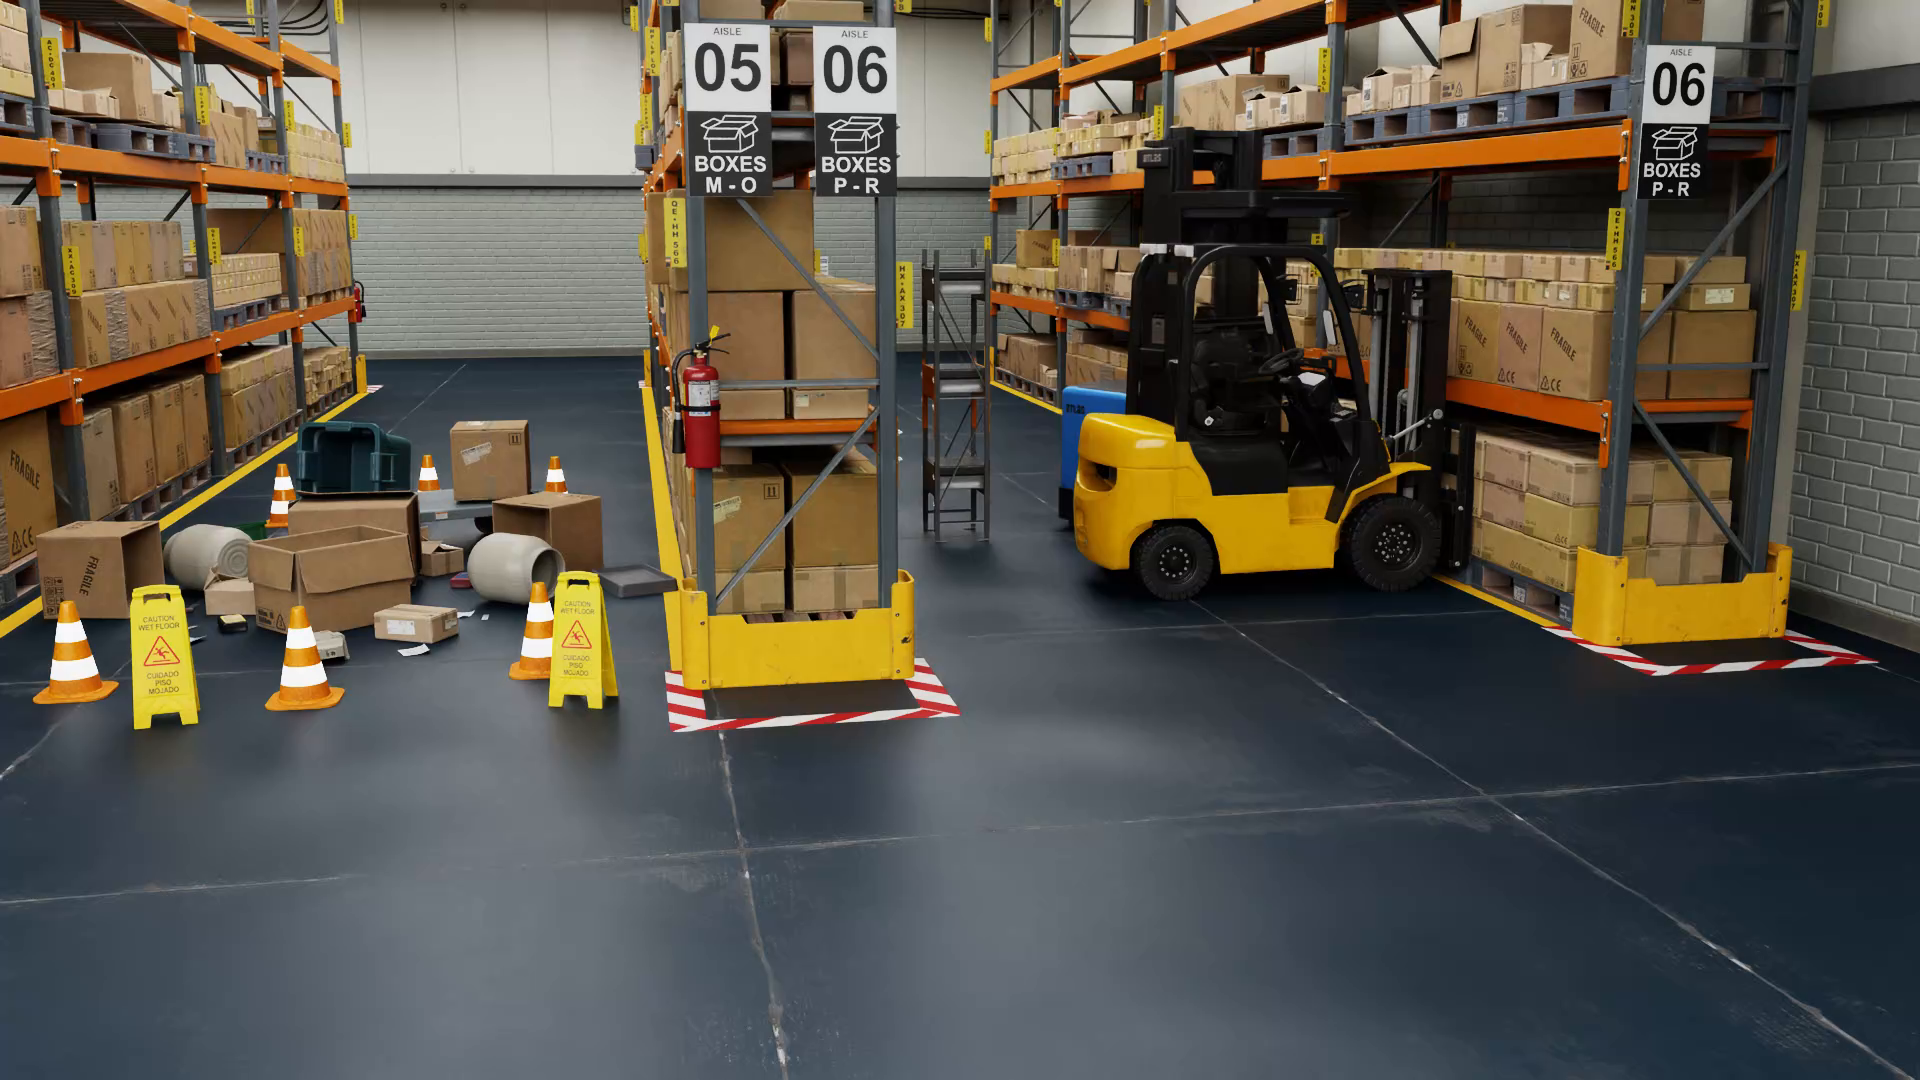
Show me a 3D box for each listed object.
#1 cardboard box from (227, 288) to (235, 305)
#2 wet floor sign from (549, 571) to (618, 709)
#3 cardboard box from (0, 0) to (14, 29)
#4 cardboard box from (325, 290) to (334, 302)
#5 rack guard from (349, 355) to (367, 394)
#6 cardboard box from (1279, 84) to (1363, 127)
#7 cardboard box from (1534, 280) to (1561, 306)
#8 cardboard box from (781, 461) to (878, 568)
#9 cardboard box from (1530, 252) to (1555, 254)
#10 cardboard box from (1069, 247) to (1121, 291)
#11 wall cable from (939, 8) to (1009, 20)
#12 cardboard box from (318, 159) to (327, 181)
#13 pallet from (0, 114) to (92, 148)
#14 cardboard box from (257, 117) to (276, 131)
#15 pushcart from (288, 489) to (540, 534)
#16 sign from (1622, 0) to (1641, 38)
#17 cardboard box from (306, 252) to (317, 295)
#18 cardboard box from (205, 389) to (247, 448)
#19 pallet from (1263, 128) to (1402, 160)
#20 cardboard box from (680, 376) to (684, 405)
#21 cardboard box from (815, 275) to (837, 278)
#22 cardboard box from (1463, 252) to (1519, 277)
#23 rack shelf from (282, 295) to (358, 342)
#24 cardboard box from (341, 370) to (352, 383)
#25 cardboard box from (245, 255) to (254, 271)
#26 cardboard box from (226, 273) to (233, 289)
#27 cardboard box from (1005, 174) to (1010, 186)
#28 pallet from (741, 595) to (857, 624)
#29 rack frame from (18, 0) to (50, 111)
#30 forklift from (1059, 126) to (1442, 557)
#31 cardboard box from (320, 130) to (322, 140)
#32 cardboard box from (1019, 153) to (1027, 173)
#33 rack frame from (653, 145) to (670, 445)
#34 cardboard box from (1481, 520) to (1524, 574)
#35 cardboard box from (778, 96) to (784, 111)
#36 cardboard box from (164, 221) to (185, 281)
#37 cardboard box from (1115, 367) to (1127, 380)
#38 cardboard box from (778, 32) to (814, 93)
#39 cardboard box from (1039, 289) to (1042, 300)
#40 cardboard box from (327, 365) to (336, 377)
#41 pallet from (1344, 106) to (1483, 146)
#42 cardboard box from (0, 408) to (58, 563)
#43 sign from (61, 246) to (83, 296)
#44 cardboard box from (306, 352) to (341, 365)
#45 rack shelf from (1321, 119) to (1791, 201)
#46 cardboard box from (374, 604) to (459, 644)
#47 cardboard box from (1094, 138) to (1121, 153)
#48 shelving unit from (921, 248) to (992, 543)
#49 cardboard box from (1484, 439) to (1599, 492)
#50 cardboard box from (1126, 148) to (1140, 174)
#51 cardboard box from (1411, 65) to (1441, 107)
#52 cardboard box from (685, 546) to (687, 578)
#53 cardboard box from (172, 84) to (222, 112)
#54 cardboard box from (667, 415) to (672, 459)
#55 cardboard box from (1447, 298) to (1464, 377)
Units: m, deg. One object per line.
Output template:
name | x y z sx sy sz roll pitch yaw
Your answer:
cardboard box | -7.254 -2.353 16.087 0.380 0.149 0.250 -2 11 -8
wet floor sign | -1.827 0.466 8.022 0.267 0.644 0.232 2 11 9
cardboard box | -5.996 -3.195 10.085 0.380 0.149 0.250 -2 11 -11
cardboard box | -8.252 -3.140 21.341 0.380 0.149 0.250 -3 11 -14
rack guard | -8.748 -2.258 22.725 1.175 0.500 0.348 -2 11 -11
cardboard box | 2.896 -3.488 13.326 0.500 0.311 0.500 -2 11 -13
cardboard box | 3.642 -1.462 9.854 0.380 0.149 0.250 -2 11 -10
cardboard box | -0.705 -0.151 9.190 0.500 0.500 0.500 -3 11 -13
cardboard box | 3.925 -1.813 10.904 0.380 0.149 0.250 -2 11 -11
cardboard box | 1.695 -3.210 19.648 0.700 0.500 0.500 -2 11 -10
wall cable | 1.100 -10.641 29.161 2.988 3.039 0.133 -2 11 -11
cardboard box | -8.102 -4.545 20.430 0.500 0.250 0.500 -2 11 -8
pallet | -6.655 -2.845 11.612 0.805 0.209 1.217 -3 11 -13
cardboard box | -7.803 -4.670 18.686 0.380 0.149 0.250 -2 11 -12
pushcart | -3.819 -0.118 11.805 1.648 0.377 0.936 -6 13 -31
sign | 3.519 -2.798 8.695 0.100 0.325 0.005 -2 11 -11
cardboard box | -7.937 -3.152 19.673 0.500 0.500 0.500 -2 11 -11
cardboard box | -7.094 -1.150 15.780 0.500 0.500 0.500 -3 11 -13
pallet | 3.091 -3.220 13.581 0.805 0.209 1.217 -3 11 -13
cardboard box | -1.364 -0.838 9.249 0.380 0.149 0.250 -2 11 -10
cardboard box | -1.050 -1.432 10.632 0.500 0.500 0.500 -2 11 -9
cardboard box | 3.431 -1.748 10.559 0.380 0.149 0.250 -2 11 -10
rack shelf | -8.373 -2.780 20.704 1.077 0.370 4.000 -2 11 -11
cardboard box | -8.306 -2.174 22.095 0.380 0.149 0.250 -2 11 -9
cardboard box | -7.462 -2.836 17.033 0.380 0.149 0.250 -3 11 -14
cardboard box | -7.263 -2.503 16.076 0.380 0.149 0.250 -2 11 -11
cardboard box | 0.833 -5.019 23.193 0.380 0.149 0.250 -2 11 -10
pallet | -0.953 0.441 9.313 1.003 0.211 1.213 -2 11 -11
rack frame | -6.428 -4.246 10.440 1.000 3.000 0.127 -2 11 -11
forklift | 2.048 -1.382 11.620 1.130 2.935 3.031 -8 13 -36
cardboard box | -8.259 -5.102 20.956 0.380 0.149 0.250 -2 11 -12
cardboard box | 1.090 -5.054 22.310 0.500 0.250 0.500 -2 11 -12
rack frame | -2.370 -2.232 15.898 1.000 3.000 0.127 -2 11 -11
cardboard box | 3.565 0.033 10.233 0.500 0.250 0.500 -2 11 -11
cardboard box | -0.790 -2.326 9.046 0.380 0.149 0.250 -2 11 -11
cardboard box | -7.129 -2.491 14.318 0.700 0.500 0.500 -2 11 -11
cardboard box | 2.013 -1.649 18.399 0.500 0.500 0.500 -2 11 -9
cardboard box | -0.651 -2.412 8.431 0.500 0.250 0.500 -2 11 -12
cardboard box | 1.239 -3.215 21.738 0.380 0.149 0.250 -2 11 -10
cardboard box | -8.132 -2.128 21.062 0.380 0.149 0.250 -2 11 -8
pallet | 3.467 -2.954 11.907 1.003 0.211 1.213 -2 11 -11
cardboard box | -6.375 -0.344 10.541 0.875 0.875 0.875 -2 11 -10
sign | -5.884 -1.784 11.020 0.100 0.325 0.005 -2 11 -11
cardboard box | -8.148 -2.322 21.286 0.380 0.149 0.250 -2 11 -9
rack shelf | 3.665 -2.432 10.855 1.077 0.370 4.000 -2 11 -11
cardboard box | -3.051 0.469 9.332 0.380 0.149 0.250 4 11 18
cardboard box | 1.712 -4.402 18.559 0.380 0.149 0.250 -2 11 -10
shelving unit | -0.032 -1.062 12.160 0.431 2.100 0.503 -2 11 -11
cardboard box | 3.553 -0.459 10.141 0.500 0.250 0.500 -2 11 -10
cardboard box | 2.061 -3.990 17.516 0.500 0.250 0.500 -2 11 -11
cardboard box | 3.266 -3.059 11.191 0.396 0.266 0.258 -2 11 -12
cardboard box | -1.329 0.146 9.636 0.500 0.250 0.500 -2 11 -11
cardboard box | -7.203 -4.156 15.671 0.396 0.266 0.258 -2 11 -11
cardboard box | -2.119 -0.908 14.849 0.950 0.372 0.625 -2 11 -12
cardboard box | 3.400 -1.357 11.034 0.500 0.500 0.500 -2 11 -11
